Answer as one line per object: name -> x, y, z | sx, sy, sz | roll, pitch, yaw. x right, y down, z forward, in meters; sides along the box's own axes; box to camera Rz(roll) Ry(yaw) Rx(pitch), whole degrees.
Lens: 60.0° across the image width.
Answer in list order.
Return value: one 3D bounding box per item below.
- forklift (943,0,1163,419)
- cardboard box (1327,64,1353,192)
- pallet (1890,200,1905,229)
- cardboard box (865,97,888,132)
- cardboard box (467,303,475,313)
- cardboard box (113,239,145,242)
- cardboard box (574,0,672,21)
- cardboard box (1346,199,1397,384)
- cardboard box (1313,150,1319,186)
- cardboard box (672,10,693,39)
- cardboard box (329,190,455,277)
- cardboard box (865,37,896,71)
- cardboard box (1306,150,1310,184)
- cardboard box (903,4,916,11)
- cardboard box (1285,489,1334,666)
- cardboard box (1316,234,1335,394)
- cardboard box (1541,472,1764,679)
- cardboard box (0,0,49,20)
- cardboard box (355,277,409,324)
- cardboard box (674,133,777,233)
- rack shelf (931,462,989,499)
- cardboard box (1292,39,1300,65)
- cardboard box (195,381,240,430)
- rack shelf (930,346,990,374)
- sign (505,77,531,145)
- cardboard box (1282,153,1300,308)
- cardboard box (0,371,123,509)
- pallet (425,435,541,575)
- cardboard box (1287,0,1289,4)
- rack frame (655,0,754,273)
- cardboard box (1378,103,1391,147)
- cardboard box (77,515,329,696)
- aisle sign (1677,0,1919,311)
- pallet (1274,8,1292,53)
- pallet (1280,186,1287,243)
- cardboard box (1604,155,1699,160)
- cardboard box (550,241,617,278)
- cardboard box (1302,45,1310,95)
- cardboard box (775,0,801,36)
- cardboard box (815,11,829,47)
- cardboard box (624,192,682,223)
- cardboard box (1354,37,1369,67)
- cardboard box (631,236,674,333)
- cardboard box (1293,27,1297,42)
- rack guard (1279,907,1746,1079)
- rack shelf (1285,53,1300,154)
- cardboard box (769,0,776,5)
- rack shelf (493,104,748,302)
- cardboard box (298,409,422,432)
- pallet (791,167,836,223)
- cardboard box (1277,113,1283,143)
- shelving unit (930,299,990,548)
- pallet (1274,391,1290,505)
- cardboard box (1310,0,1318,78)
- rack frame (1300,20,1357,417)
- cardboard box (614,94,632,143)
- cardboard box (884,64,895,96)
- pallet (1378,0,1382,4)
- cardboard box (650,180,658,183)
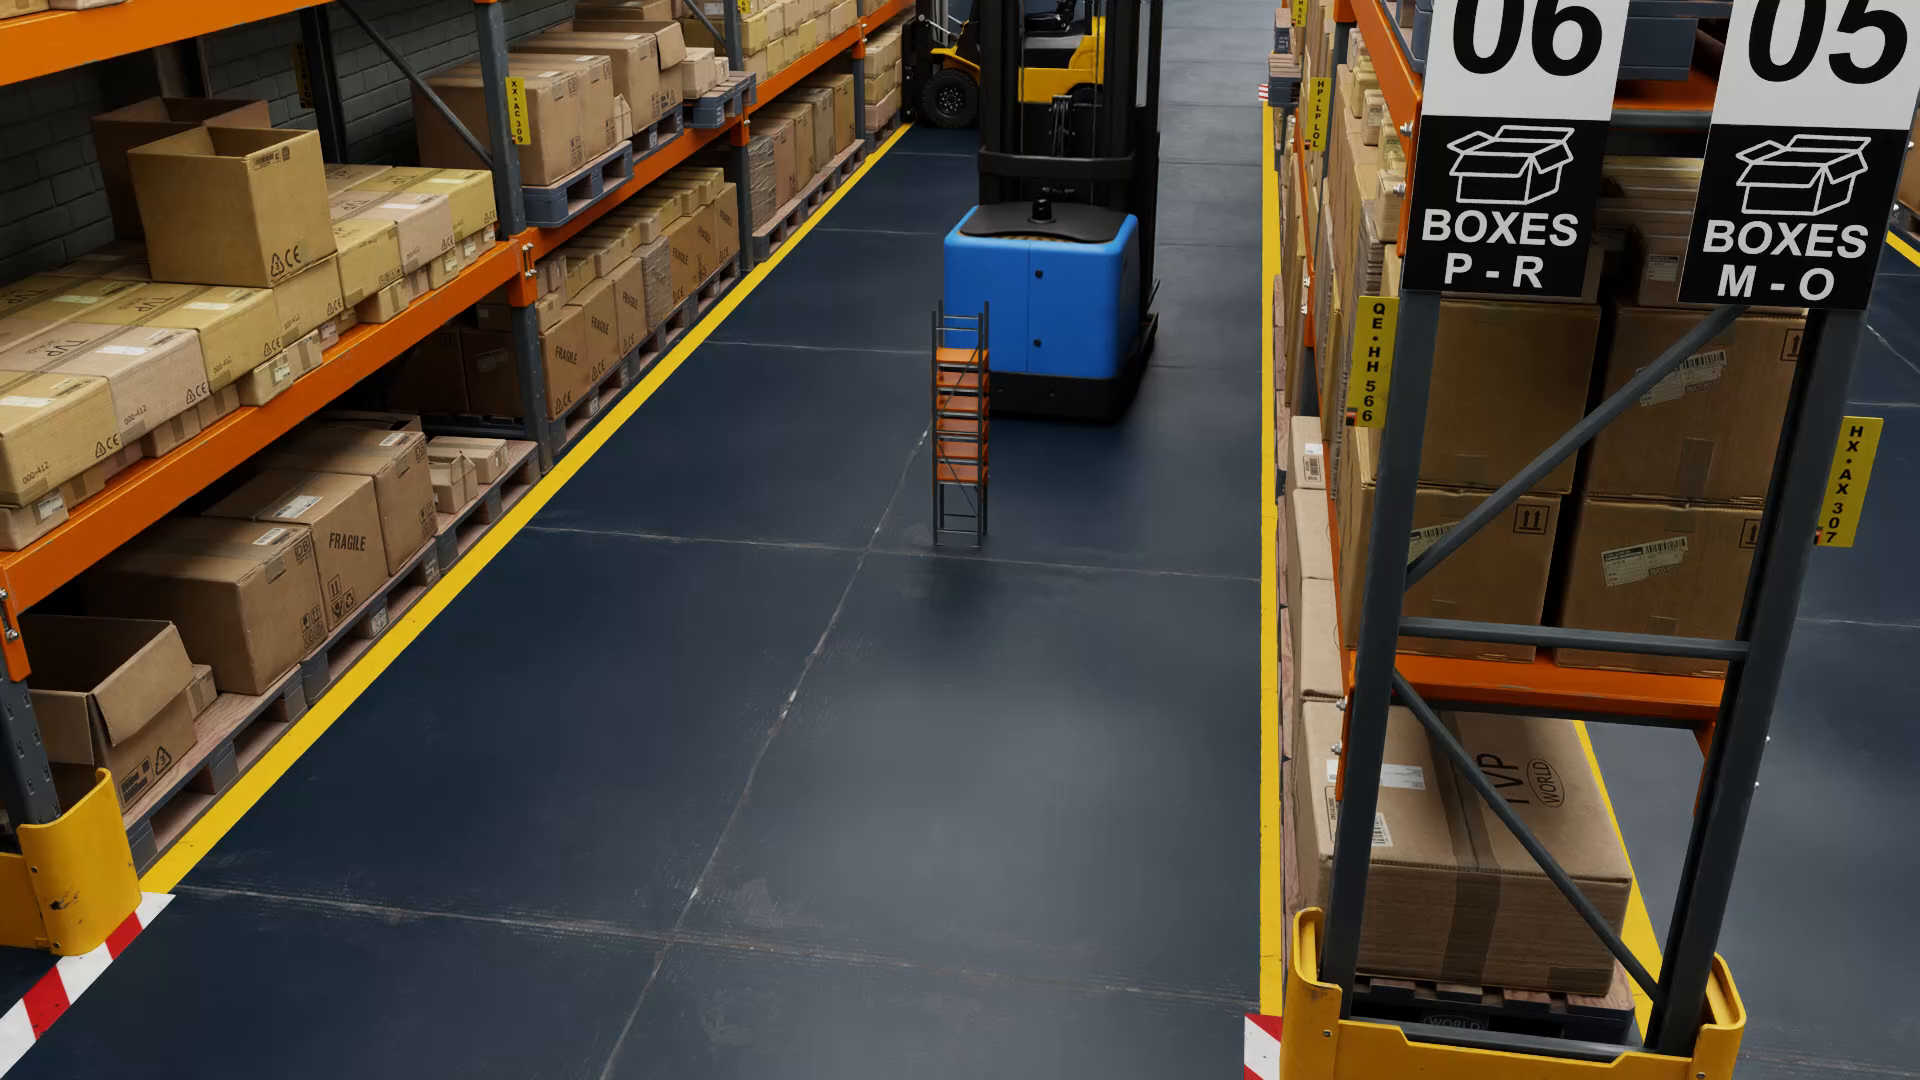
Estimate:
forklift -> 0.714, -2.627, 10.405 | 1.130, 2.935, 3.031 | 5, 26, 11
cardboard box -> 1.856, -1.735, 7.122 | 0.500, 0.500, 0.500 | 4, 25, 9
pallet -> 8.329, -2.874, 14.141 | 1.003, 0.211, 1.213 | 4, 25, 9
cardboard box -> -1.012, -4.232, 16.501 | 0.500, 0.250, 0.500 | 4, 25, 9
cardboard box -> -2.911, -1.398, 9.387 | 0.380, 0.149, 0.250 | 4, 25, 9
cardboard box -> -3.233, -1.214, 7.132 | 0.500, 0.250, 0.500 | 5, 25, 10
cardboard box -> -2.309, -3.466, 11.503 | 0.500, 0.500, 0.500 | 5, 26, 11
cardboard box -> 1.419, -0.684, 4.875 | 0.500, 0.500, 0.500 | 4, 25, 9
cardboard box -> 2.079, -1.989, 8.548 | 0.500, 0.250, 0.500 | 5, 25, 10
cardboard box -> -2.272, -3.800, 12.418 | 0.500, 0.250, 0.500 | 5, 25, 10
cardboard box -> -2.635, -1.388, 7.504 | 0.500, 0.250, 0.500 | 4, 25, 9
cardboard box -> -0.935, -4.899, 16.747 | 0.500, 0.250, 0.500 | 4, 25, 9
cardboard box -> 2.263, -2.196, 9.580 | 0.500, 0.250, 0.500 | 4, 25, 9
cardboard box -> -0.531, -5.964, 19.022 | 0.500, 0.250, 0.500 | 5, 26, 10
cardboard box -> 1.819, 0.180, 6.854 | 0.875, 0.438, 0.875 | 3, 25, 7
cardboard box -> 1.664, -0.869, 6.450 | 0.500, 0.500, 0.500 | 4, 25, 9
cardboard box -> 1.881, 0.027, 4.536 | 0.500, 0.500, 0.500 | 4, 25, 8
cardboard box -> -3.021, -1.669, 5.034 | 0.380, 0.149, 0.250 | 4, 25, 9
cardboard box -> -2.651, -1.060, 7.273 | 0.380, 0.149, 0.250 | 4, 25, 8
cardboard box -> -1.956, -2.810, 13.020 | 0.875, 0.625, 0.625 | 5, 26, 10
rack shelf -> 0.002, -0.292, 8.129 | 0.258, 0.103, 0.180 | 4, 25, 9
cardboard box -> 2.617, -3.548, 12.093 | 0.380, 0.149, 0.250 | 4, 25, 8
cardboard box -> -2.910, -0.529, 6.137 | 0.380, 0.149, 0.250 | 4, 25, 9
rack shelf -> 0.002, -0.835, 7.875 | 0.258, 0.103, 0.180 | 4, 25, 9
sign -> -2.188, -2.120, 8.219 | 0.100, 0.325, 0.005 | 4, 25, 9
cardboard box -> 2.632, -2.037, 11.075 | 0.875, 0.875, 0.875 | 4, 25, 8
cardboard box -> -3.038, -0.327, 5.236 | 0.500, 0.250, 0.500 | 4, 25, 9
pallet -> -2.838, -0.212, 8.454 | 1.003, 0.211, 1.213 | 4, 25, 9
cardboard box -> 3.473, -5.447, 16.646 | 0.380, 0.149, 0.250 | 4, 25, 9
rack frame -> -2.071, -3.435, 12.050 | 1.000, 3.000, 0.127 | 4, 25, 9
cardboard box -> 1.596, -1.349, 5.530 | 0.380, 0.149, 0.250 | 5, 26, 10
cardboard box -> -3.007, 0.249, 6.633 | 0.700, 0.500, 0.500 | 5, 26, 11
aisle sign -> 1.793, -0.874, 3.512 | 0.394, 0.787, 0.004 | 4, 25, 9
pallet -> 3.212, -4.369, 14.272 | 1.003, 0.211, 1.213 | 4, 25, 9
pallet -> 3.157, -2.665, 13.695 | 1.003, 0.211, 1.213 | 4, 25, 9
cardboard box -> 1.995, -1.108, 5.016 | 0.380, 0.149, 0.250 | 4, 25, 9
cardboard box -> -2.295, -1.692, 10.015 | 0.380, 0.149, 0.250 | 4, 25, 8
cardboard box -> 2.500, -3.056, 10.828 | 0.500, 0.250, 0.500 | 4, 25, 8
cardboard box -> -1.571, -4.189, 13.248 | 0.500, 0.250, 0.500 | 3, 25, 7
cardboard box -> -1.430, -4.395, 14.278 | 0.500, 0.250, 0.500 | 4, 25, 9
cardboard box -> -2.090, -2.232, 11.168 | 0.380, 0.149, 0.250 | 5, 26, 10
cardboard box -> 1.839, -1.989, 6.899 | 0.380, 0.149, 0.250 | 4, 25, 9
cardboard box -> -2.170, -1.655, 10.701 | 0.500, 0.500, 0.500 | 3, 25, 7
cardboard box -> 2.700, -3.889, 12.056 | 0.500, 0.500, 0.500 | 4, 25, 8
rack guard -> 1.515, 1.395, 4.679 | 1.175, 0.500, 0.348 | 4, 25, 9
rack shelf -> 3.153, -3.603, 13.258 | 1.077, 0.370, 4.000 | 4, 25, 9
cardboard box -> -1.639, -4.218, 12.840 | 0.380, 0.149, 0.250 | 4, 25, 9
rack shelf -> -2.398, -2.273, 10.416 | 1.077, 0.370, 4.000 | 4, 25, 9
cardboard box -> -3.066, -0.474, 8.402 | 0.500, 0.311, 0.500 | 5, 26, 10
pallet -> -1.696, -3.022, 14.458 | 1.003, 0.211, 1.213 | 4, 25, 9
cardboard box -> 3.312, -3.976, 15.955 | 0.500, 0.250, 0.500 | 5, 26, 11
shelving unit -> 0.002, -0.549, 8.009 | 0.258, 1.200, 0.189 | 4, 25, 9
pallet -> 2.225, -0.485, 9.036 | 1.003, 0.211, 1.213 | 4, 25, 9
cardboard box -> 2.333, -2.978, 9.776 | 0.500, 0.500, 0.500 | 5, 25, 10
rack frame -> 2.173, -1.420, 7.745 | 1.000, 3.000, 0.127 | 4, 25, 9
cardboard box -> -2.119, -2.446, 9.600 | 0.396, 0.266, 0.258 | 5, 26, 11
cardboard box -> -0.953, -4.671, 16.849 | 0.500, 0.250, 0.500 | 4, 25, 8
pallet -> 1.827, -1.888, 5.311 | 1.003, 0.211, 1.213 | 4, 25, 9
cardboard box -> -2.416, -2.336, 12.156 | 0.500, 0.500, 0.500 | 5, 26, 10
